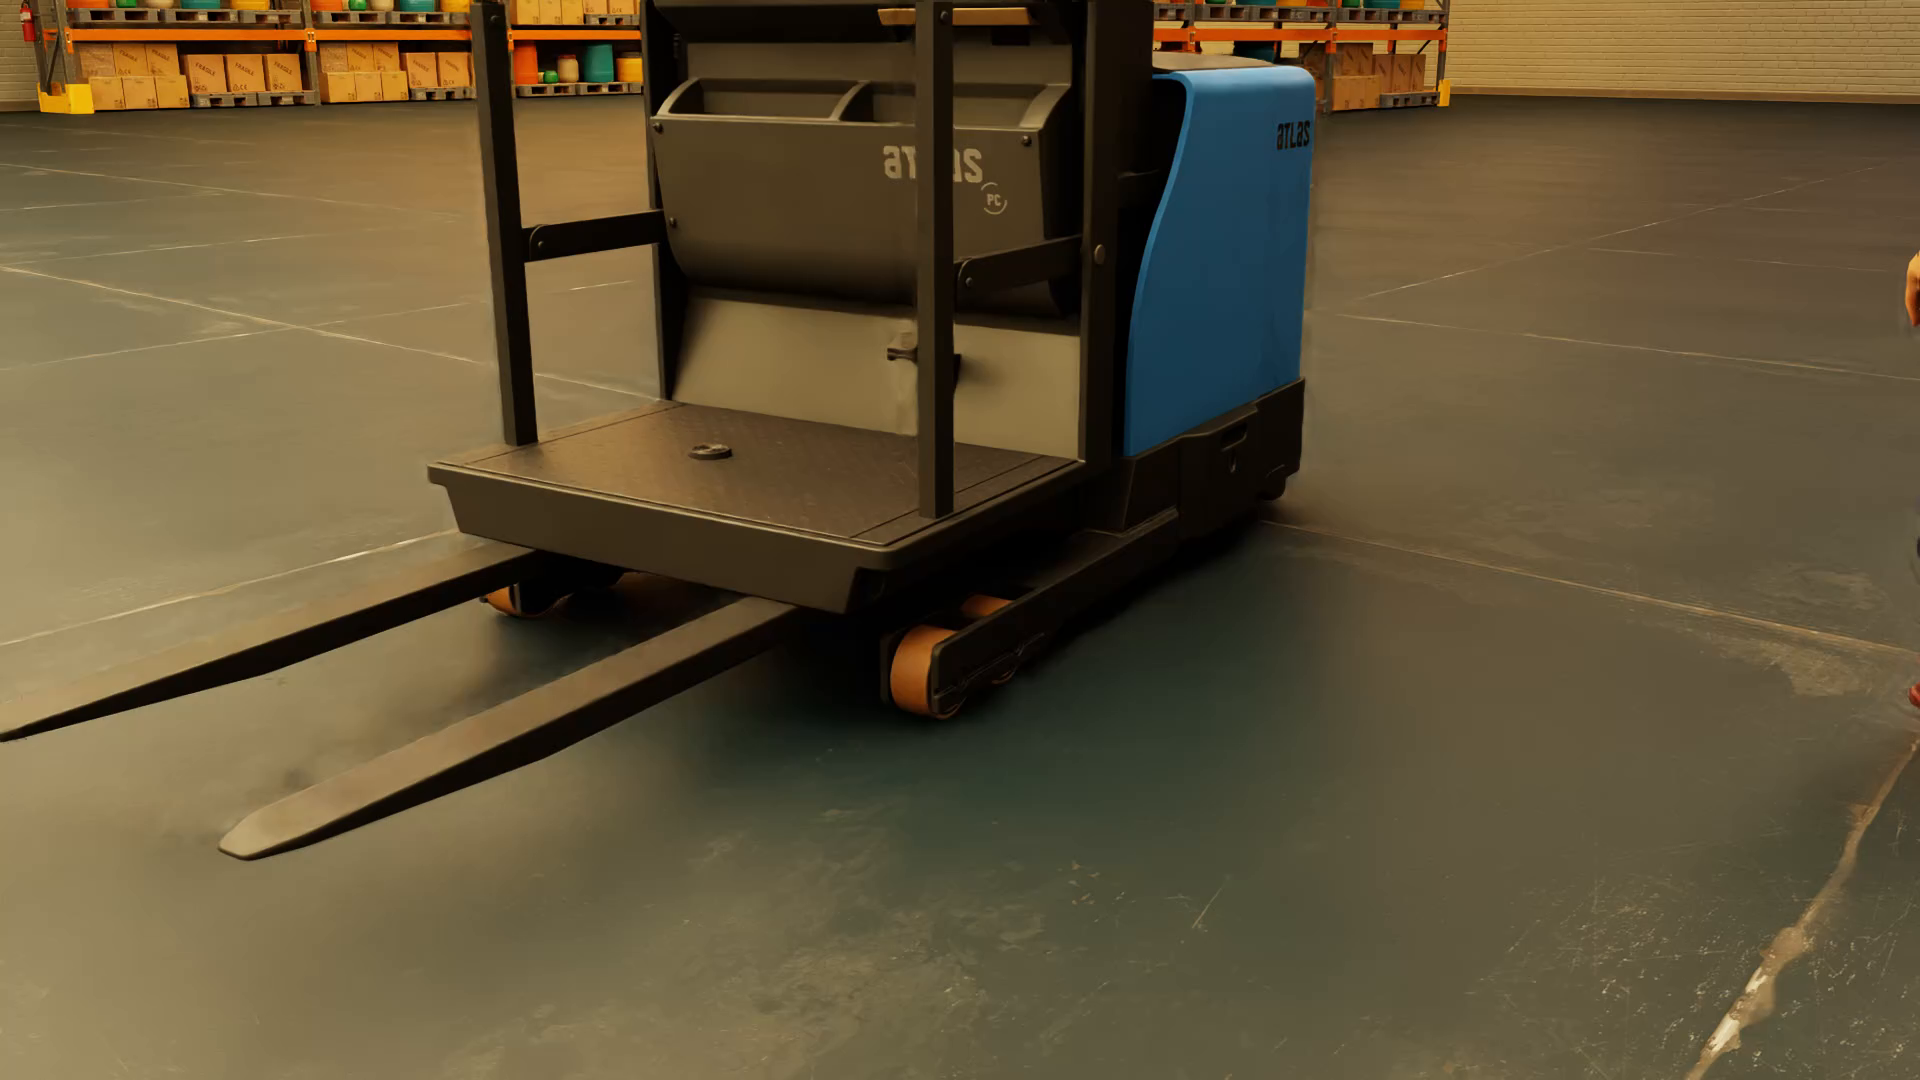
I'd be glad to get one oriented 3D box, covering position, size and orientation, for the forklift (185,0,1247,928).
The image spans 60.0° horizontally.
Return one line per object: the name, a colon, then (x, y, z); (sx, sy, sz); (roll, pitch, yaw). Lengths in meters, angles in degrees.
forklift: (-0.173, -1.222, 2.921); (1.130, 2.935, 3.031); (5, 18, 16)
